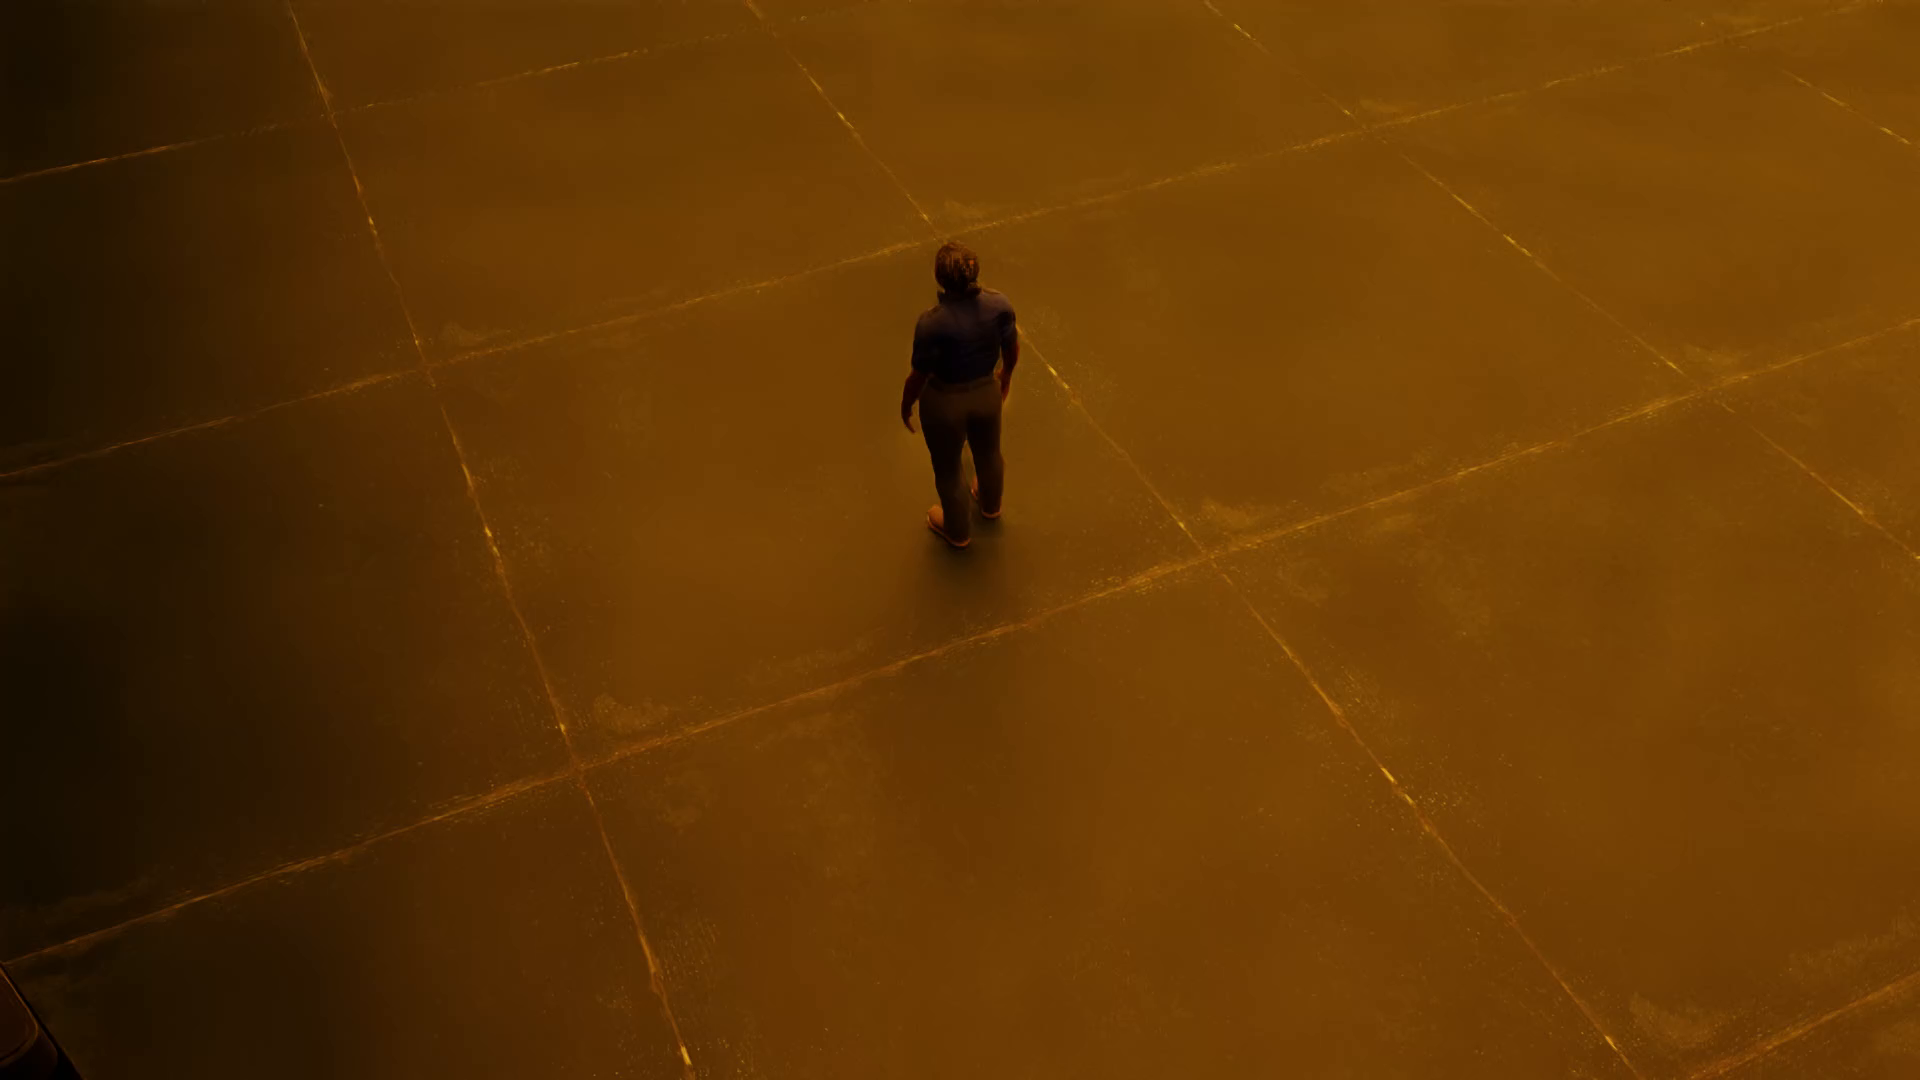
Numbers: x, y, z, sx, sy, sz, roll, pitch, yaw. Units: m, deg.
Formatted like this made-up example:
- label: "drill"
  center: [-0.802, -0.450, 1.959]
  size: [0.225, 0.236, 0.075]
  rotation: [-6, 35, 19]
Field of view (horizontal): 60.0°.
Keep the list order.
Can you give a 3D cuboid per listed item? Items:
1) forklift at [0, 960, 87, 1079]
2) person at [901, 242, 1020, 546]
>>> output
- label: "forklift"
  center: [-2.446, 1.736, 3.820]
  size: [1.130, 2.935, 3.031]
  rotation: [-34, 53, -31]
- label: "person"
  center: [-0.019, -0.670, 7.323]
  size: [0.570, 1.654, 0.503]
  rotation: [-18, 46, -18]
